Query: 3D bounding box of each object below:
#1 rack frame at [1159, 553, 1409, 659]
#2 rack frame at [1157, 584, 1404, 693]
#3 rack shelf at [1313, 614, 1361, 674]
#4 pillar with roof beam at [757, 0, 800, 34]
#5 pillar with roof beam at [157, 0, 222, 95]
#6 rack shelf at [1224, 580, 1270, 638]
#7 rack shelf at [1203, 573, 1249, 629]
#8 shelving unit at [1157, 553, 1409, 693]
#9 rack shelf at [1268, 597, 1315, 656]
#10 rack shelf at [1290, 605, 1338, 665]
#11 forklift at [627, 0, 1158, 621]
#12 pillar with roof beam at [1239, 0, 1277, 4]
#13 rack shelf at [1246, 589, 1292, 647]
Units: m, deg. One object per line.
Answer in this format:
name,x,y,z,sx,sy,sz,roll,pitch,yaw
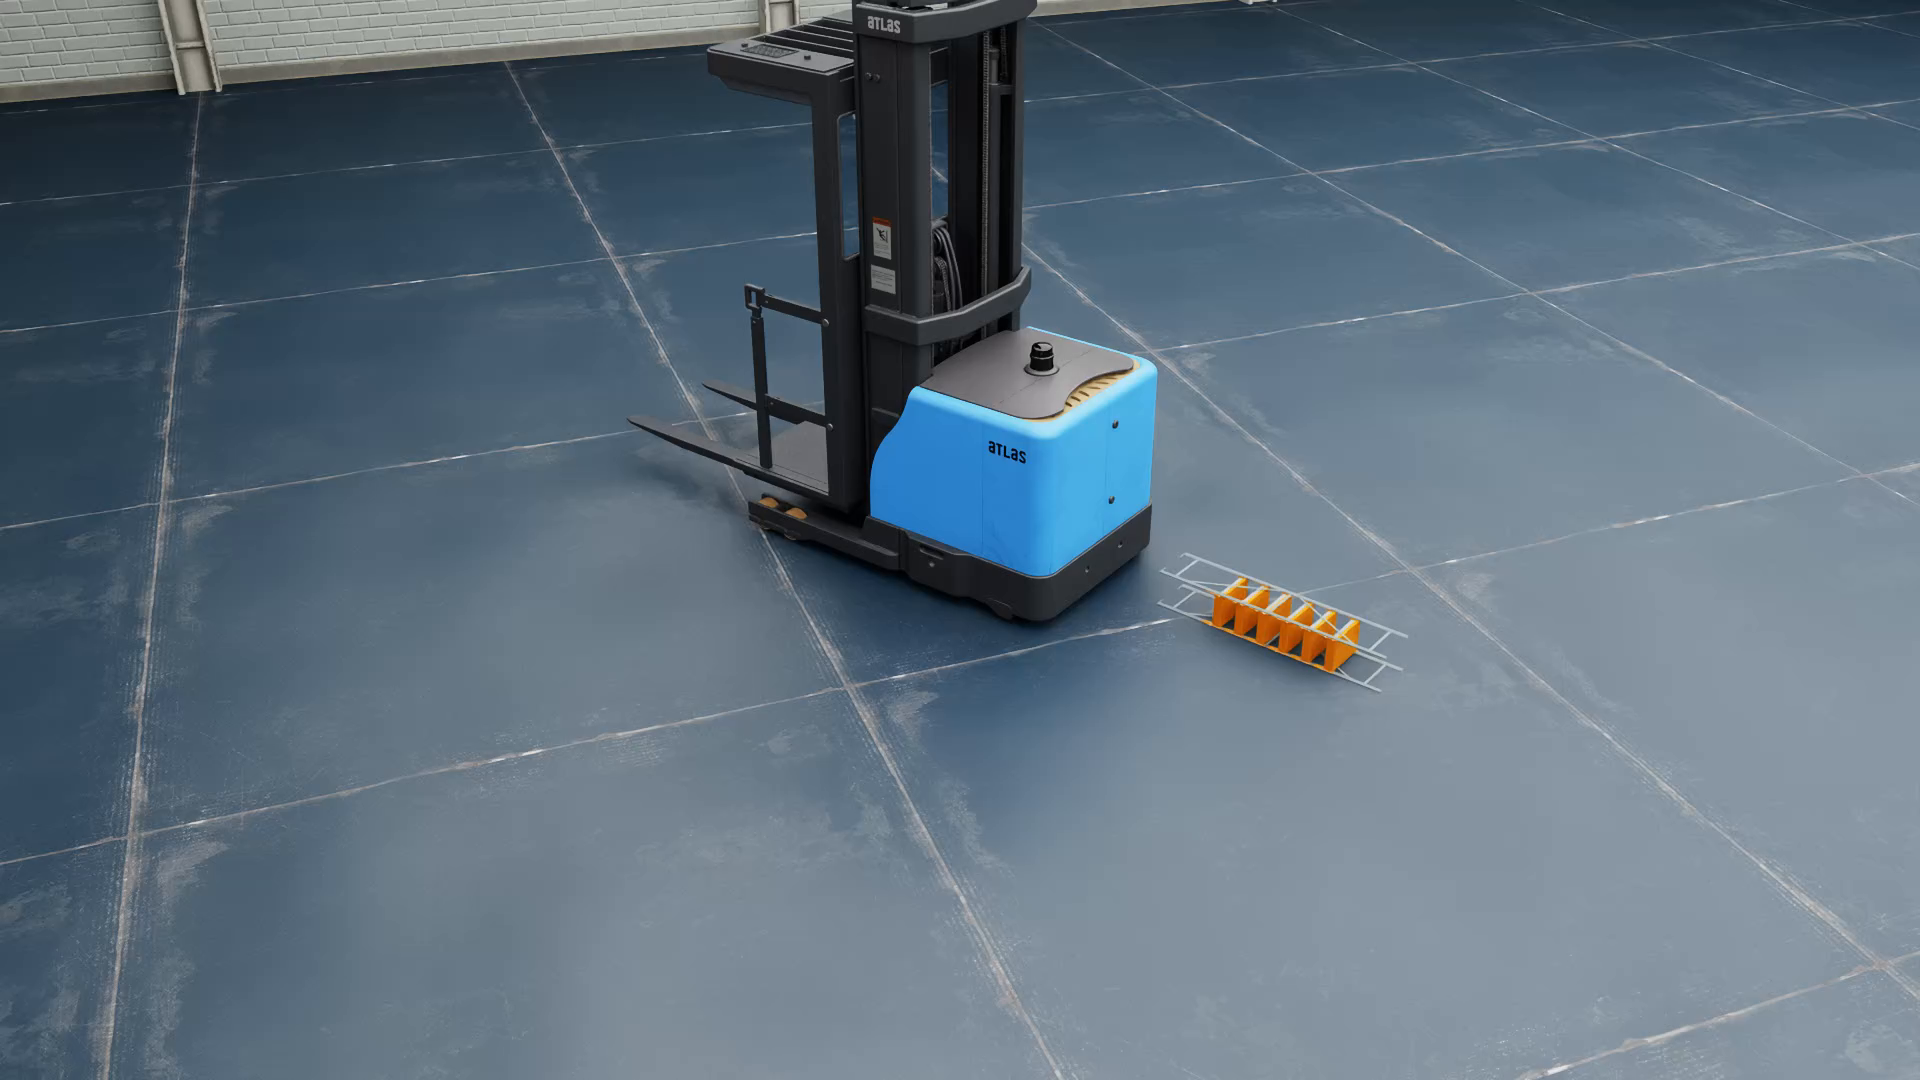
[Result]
rack frame,1.511,0.298,7.847,1.200,0.006,0.240,22,36,33
rack frame,1.511,0.457,7.938,1.200,0.006,0.240,22,36,33
rack shelf,1.755,0.476,7.719,0.103,0.180,0.258,22,36,33
pillar with roof beam,-0.498,-7.473,12.777,0.400,9.000,9.100,-10,31,-18
pillar with roof beam,-6.121,-6.438,10.959,0.400,9.000,9.100,-10,31,-18
rack shelf,1.383,0.326,7.983,0.103,0.180,0.258,22,36,33
rack shelf,1.290,0.288,8.049,0.103,0.180,0.258,22,36,33
shelving unit,1.511,0.377,7.892,1.200,0.189,0.258,22,36,33
rack shelf,1.569,0.401,7.851,0.103,0.180,0.258,22,36,33
rack shelf,1.662,0.438,7.785,0.103,0.180,0.258,22,36,33
forklift,-0.503,-1.461,8.353,3.031,2.935,1.130,20,35,31
pillar with roof beam,5.126,-8.509,14.595,0.400,9.000,9.100,-10,31,-18
rack shelf,1.476,0.363,7.917,0.103,0.180,0.258,22,36,33
